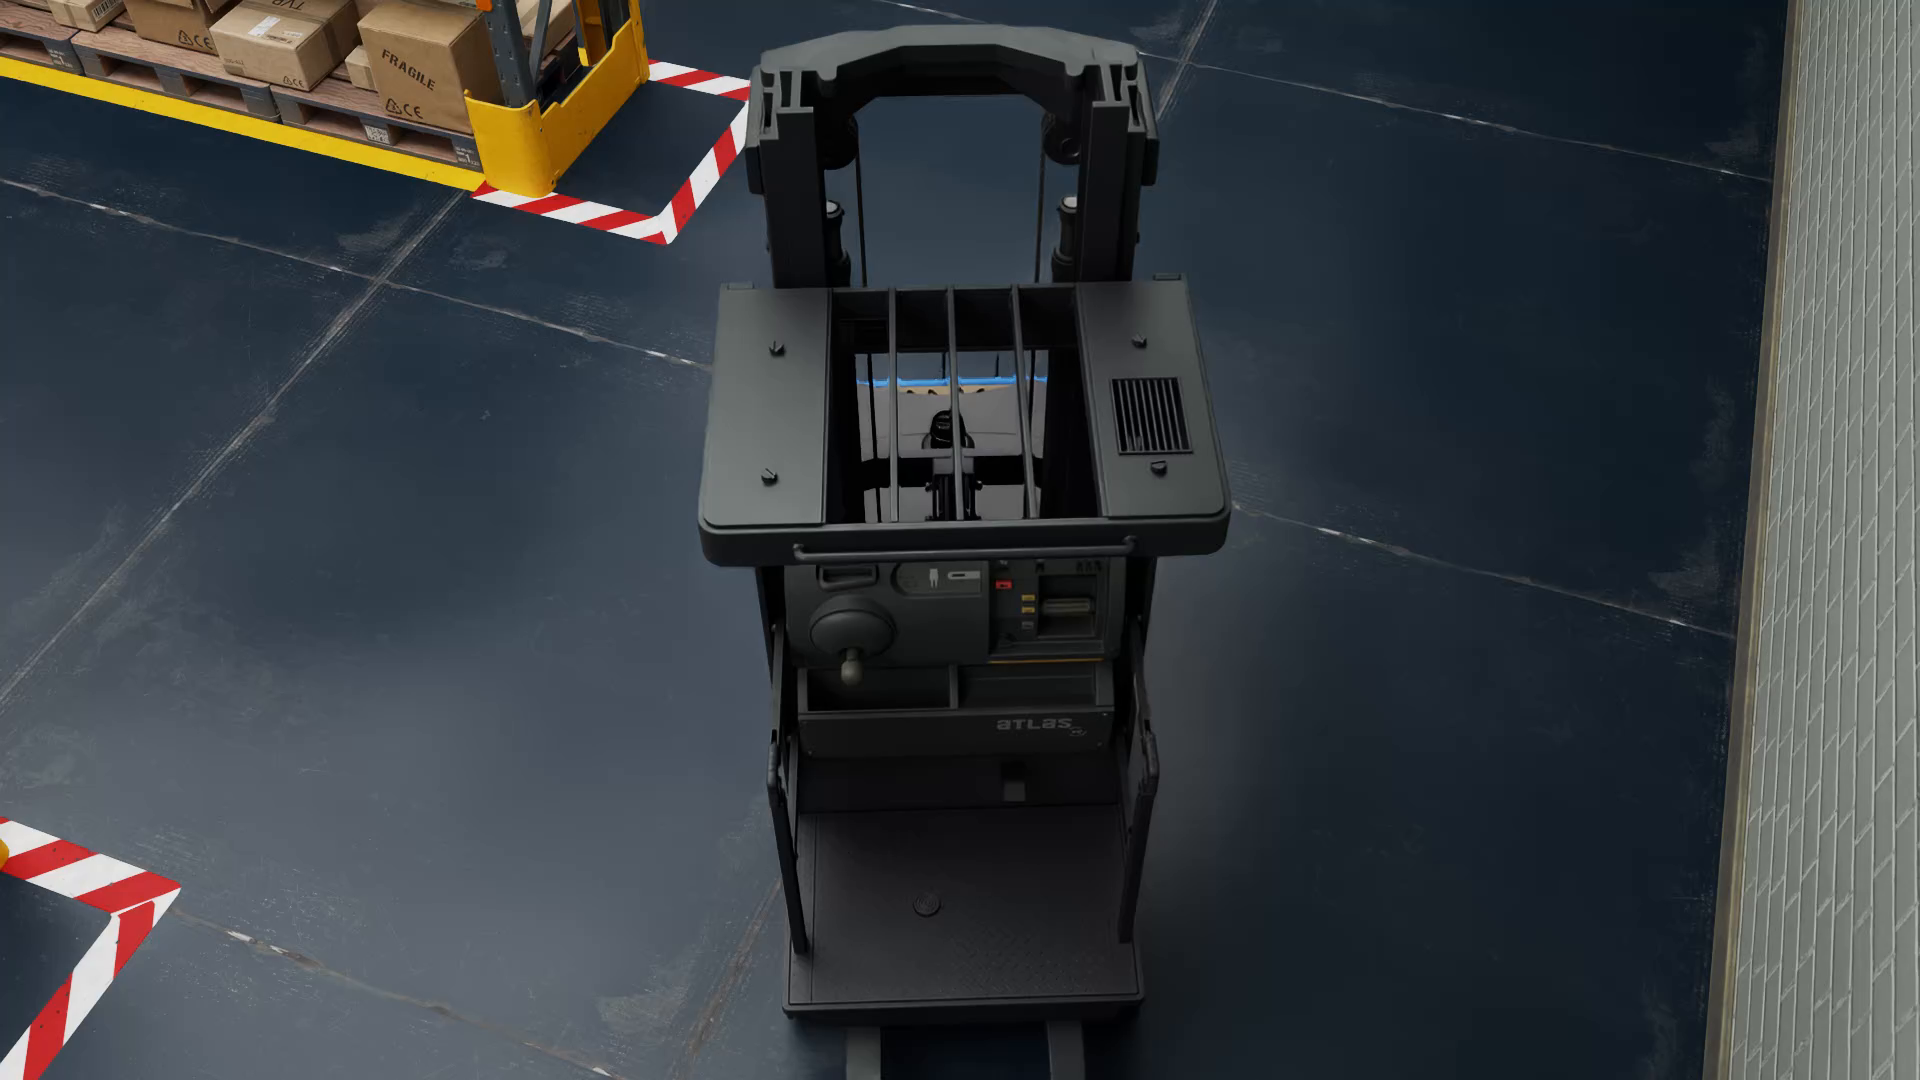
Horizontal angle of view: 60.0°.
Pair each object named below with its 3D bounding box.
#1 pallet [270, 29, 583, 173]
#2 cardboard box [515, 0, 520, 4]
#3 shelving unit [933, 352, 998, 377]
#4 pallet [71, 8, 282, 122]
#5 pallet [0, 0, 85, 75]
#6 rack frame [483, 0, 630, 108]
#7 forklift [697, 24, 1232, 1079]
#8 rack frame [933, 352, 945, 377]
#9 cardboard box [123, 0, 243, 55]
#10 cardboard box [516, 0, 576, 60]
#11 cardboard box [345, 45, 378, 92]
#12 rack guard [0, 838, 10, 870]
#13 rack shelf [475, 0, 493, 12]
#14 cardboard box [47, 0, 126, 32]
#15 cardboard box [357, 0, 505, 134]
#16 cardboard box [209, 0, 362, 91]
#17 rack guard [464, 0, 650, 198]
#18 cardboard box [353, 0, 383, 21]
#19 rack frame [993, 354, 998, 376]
[{"bbox_3d":[-2.720,-2.377,8.538,1.213,0.211,1.003,16,51,13],"label":"pallet"},{"bbox_3d":[-2.408,-2.698,8.553,0.250,0.166,0.380,16,51,13],"label":"cardboard box"},{"bbox_3d":[0.002,-0.314,6.293,0.210,0.900,0.258,14,50,11],"label":"shelving unit"},{"bbox_3d":[-3.860,-2.698,8.815,1.213,0.211,1.003,16,51,13],"label":"pallet"},{"bbox_3d":[-5.008,-3.016,9.091,1.213,0.211,1.003,16,51,13],"label":"pallet"},{"bbox_3d":[-1.900,-3.063,7.286,0.127,3.000,1.000,16,51,13],"label":"rack frame"},{"bbox_3d":[-0.003,0.298,4.419,1.130,2.935,3.031,-1,49,-1],"label":"forklift"},{"bbox_3d":[-0.095,-0.338,6.313,0.006,0.900,0.240,14,50,11],"label":"rack frame"},{"bbox_3d":[-3.888,-2.948,8.548,0.637,0.503,0.797,16,51,13],"label":"cardboard box"},{"bbox_3d":[-2.174,-2.626,8.503,0.250,0.149,0.380,16,51,13],"label":"cardboard box"},{"bbox_3d":[-2.844,-2.416,8.310,0.250,0.166,0.380,16,51,13],"label":"cardboard box"},{"bbox_3d":[-3.593,1.263,5.191,0.348,0.500,1.175,16,51,13],"label":"rack guard"},{"bbox_3d":[-3.776,-3.351,8.012,4.000,0.370,1.077,16,51,13],"label":"rack shelf"},{"bbox_3d":[-4.519,-2.844,8.680,0.250,0.166,0.380,16,51,13],"label":"cardboard box"},{"bbox_3d":[-2.495,-2.356,8.036,0.500,0.500,0.500,16,51,13],"label":"cardboard box"},{"bbox_3d":[-3.376,-2.544,8.365,0.500,0.250,0.500,16,51,13],"label":"cardboard box"},{"bbox_3d":[-1.971,-2.264,8.248,0.348,0.500,1.175,16,51,13],"label":"rack guard"},{"bbox_3d":[-2.781,-2.781,8.570,0.500,0.250,0.500,16,51,13],"label":"cardboard box"},{"bbox_3d":[0.099,-0.291,6.273,0.006,0.900,0.240,14,50,11],"label":"rack frame"}]
